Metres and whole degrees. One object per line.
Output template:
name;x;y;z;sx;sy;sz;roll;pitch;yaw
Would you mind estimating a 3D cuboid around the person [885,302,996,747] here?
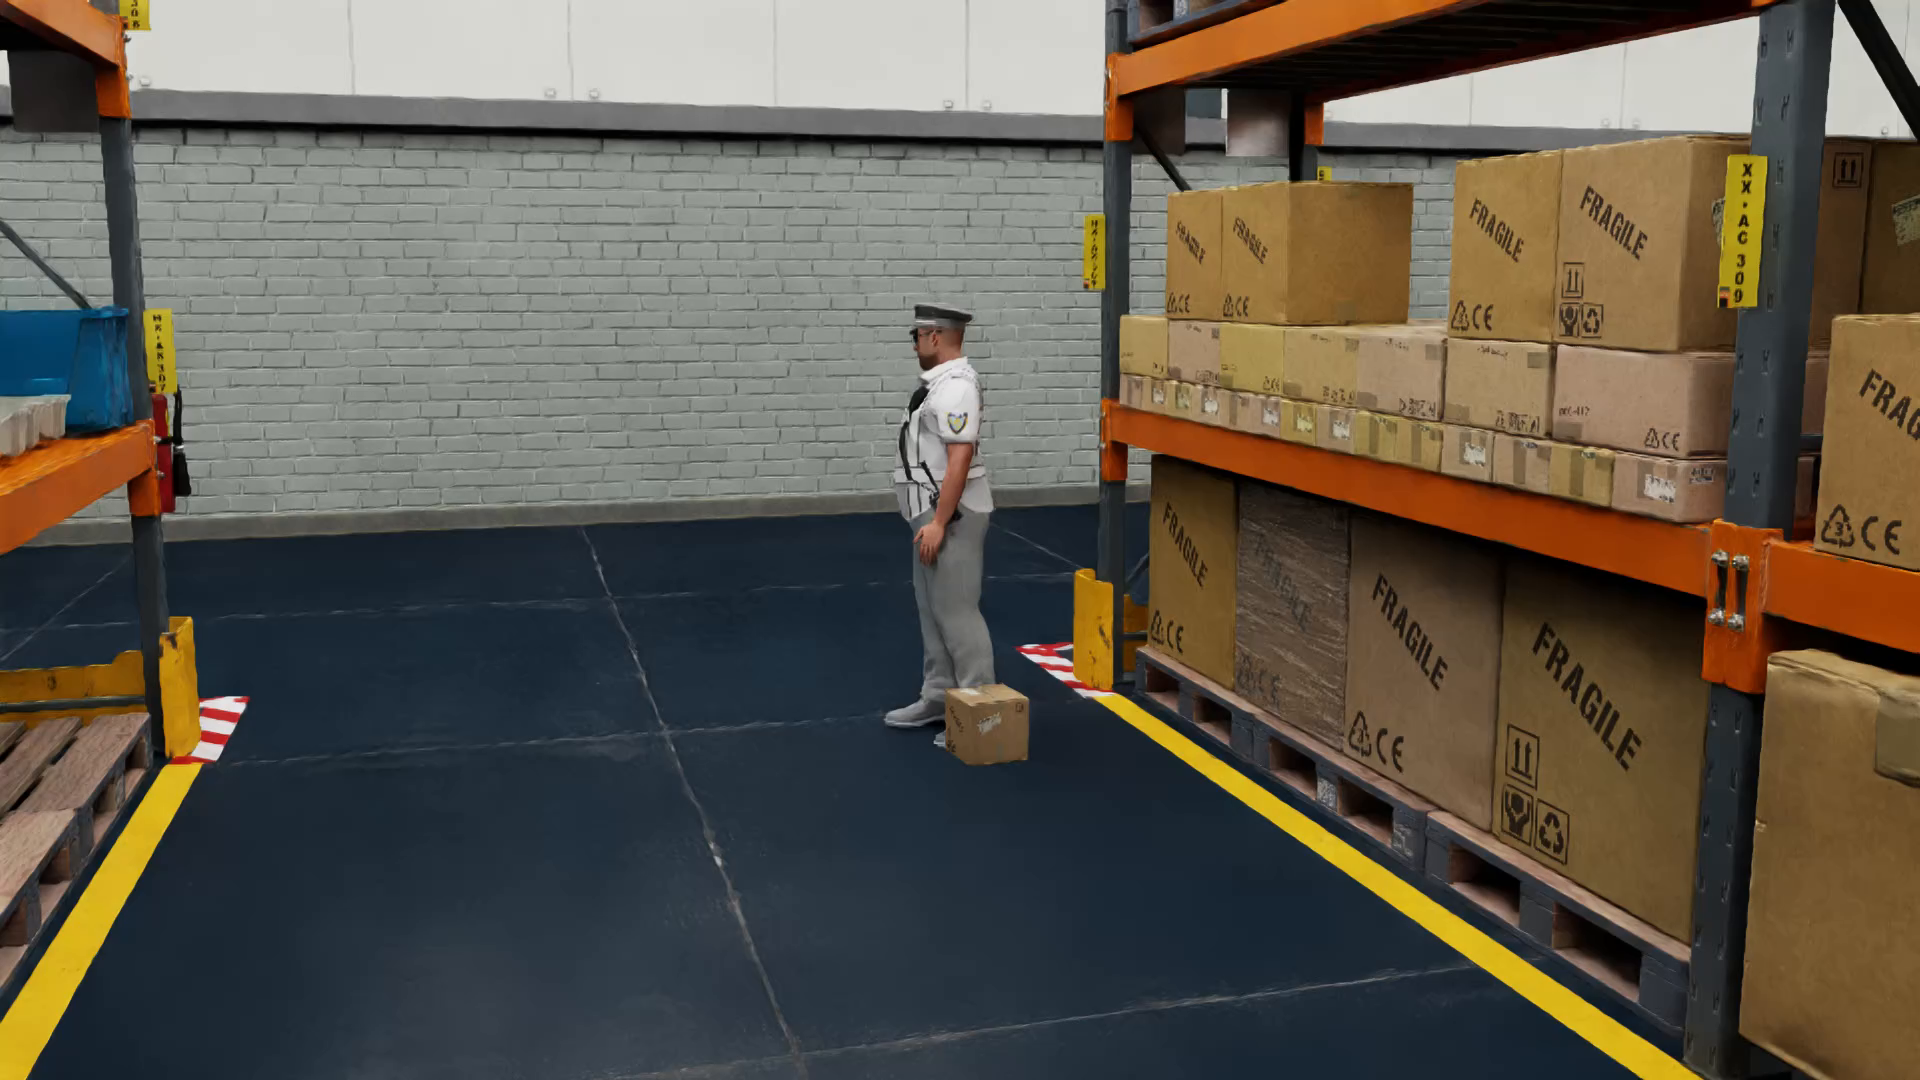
person;-0.072;-0.073;6.794;0.480;1.780;0.619;-1;9;-6
